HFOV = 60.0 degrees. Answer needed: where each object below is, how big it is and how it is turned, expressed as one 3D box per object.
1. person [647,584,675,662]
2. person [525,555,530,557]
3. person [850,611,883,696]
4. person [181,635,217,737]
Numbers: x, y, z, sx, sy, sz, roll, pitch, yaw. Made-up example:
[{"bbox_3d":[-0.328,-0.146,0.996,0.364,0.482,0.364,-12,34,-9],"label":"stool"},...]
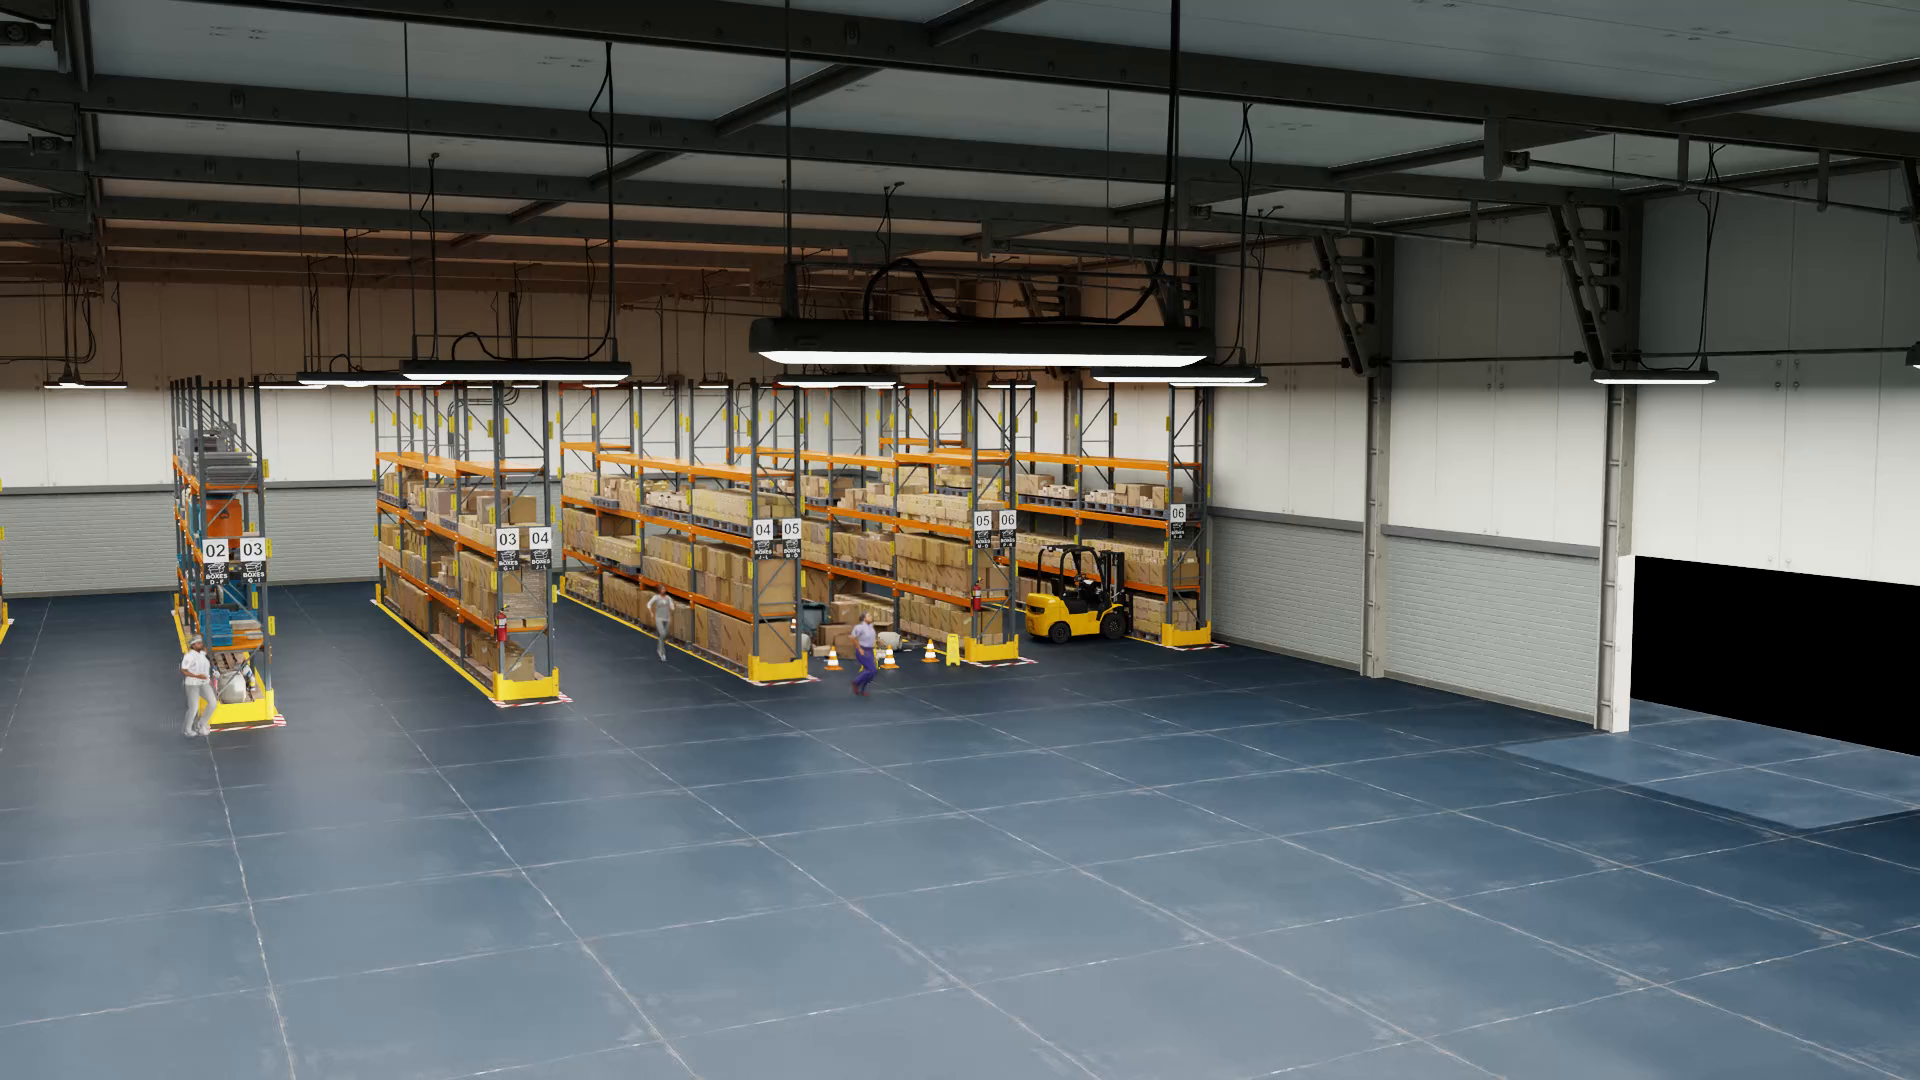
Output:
[{"bbox_3d":[-6.378,1.756,35.601,0.507,1.646,0.728,-4,6,-35],"label":"person"},{"bbox_3d":[-12.419,0.704,46.699,0.737,1.812,0.755,-1,5,-8],"label":"person"},{"bbox_3d":[-1.731,2.143,31.330,0.554,1.604,0.591,2,5,21],"label":"person"},{"bbox_3d":[-12.656,2.424,27.683,0.572,1.704,0.591,3,6,26],"label":"person"}]
